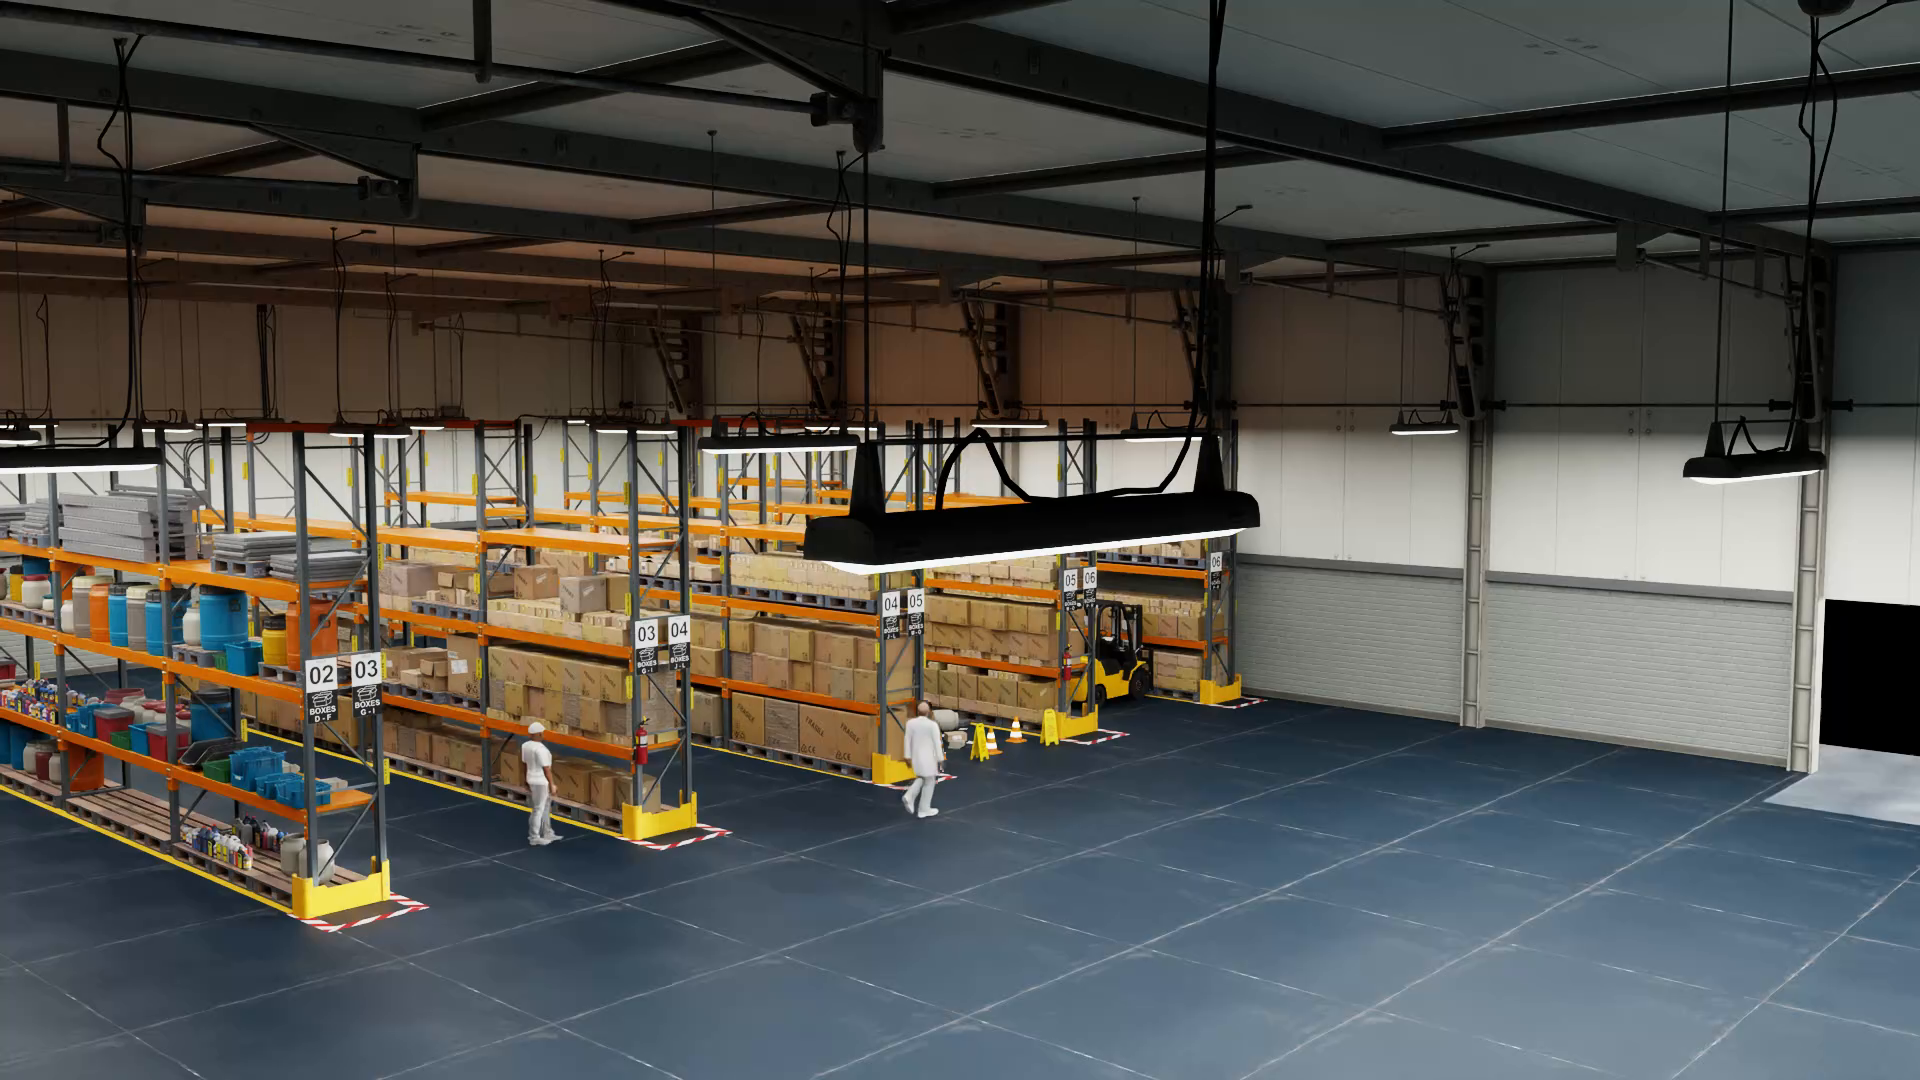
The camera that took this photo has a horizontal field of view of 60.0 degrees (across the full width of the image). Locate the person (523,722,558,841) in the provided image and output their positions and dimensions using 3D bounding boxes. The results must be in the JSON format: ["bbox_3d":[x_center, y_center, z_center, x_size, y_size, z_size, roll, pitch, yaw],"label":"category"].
[{"bbox_3d":[-6.037,3.462,23.899,0.457,1.698,0.565,-2,5,-22],"label":"person"}]

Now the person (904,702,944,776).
[{"bbox_3d":[-0.540,3.050,25.423,0.478,1.130,0.596,-4,6,-43],"label":"person"}]
